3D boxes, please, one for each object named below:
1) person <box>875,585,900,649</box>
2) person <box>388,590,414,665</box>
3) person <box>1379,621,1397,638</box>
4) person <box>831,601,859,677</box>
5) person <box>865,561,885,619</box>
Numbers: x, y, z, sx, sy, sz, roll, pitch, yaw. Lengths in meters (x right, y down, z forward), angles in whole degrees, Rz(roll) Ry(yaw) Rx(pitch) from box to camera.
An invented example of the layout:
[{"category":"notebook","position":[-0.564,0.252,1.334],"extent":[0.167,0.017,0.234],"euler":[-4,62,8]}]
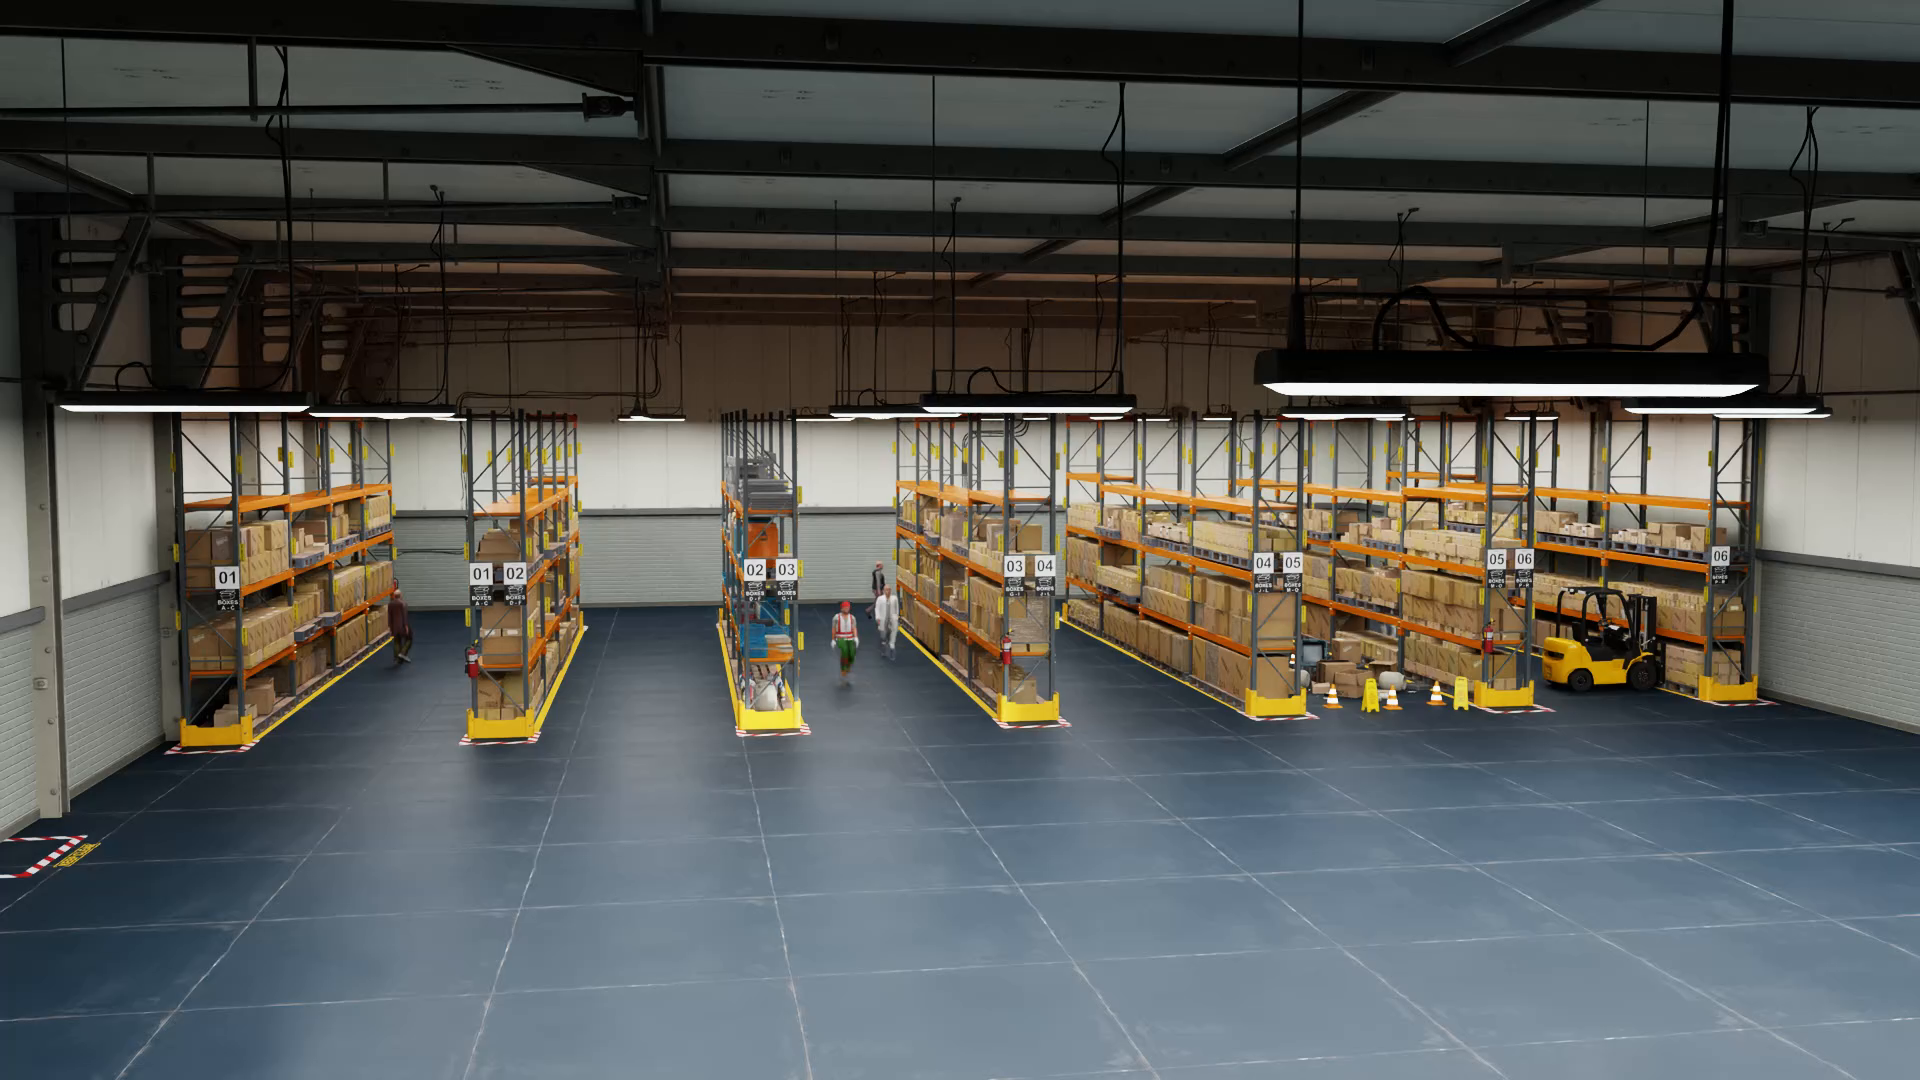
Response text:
[{"category":"person","position":[-1.775,1.912,40.617],"extent":[0.599,1.416,1.151],"euler":[0,4,-6]},{"category":"person","position":[-13.346,2.069,39.556],"extent":[0.607,1.770,0.544],"euler":[1,4,10]},{"category":"person","position":[11.117,1.846,43.172],"extent":[0.571,1.743,0.565],"euler":[-1,4,-11]},{"category":"person","position":[-2.479,2.155,36.410],"extent":[0.563,1.587,0.673],"euler":[-2,4,-24]},{"category":"person","position":[-2.460,1.528,48.706],"extent":[0.711,1.606,0.602],"euler":[-1,4,-10]}]
